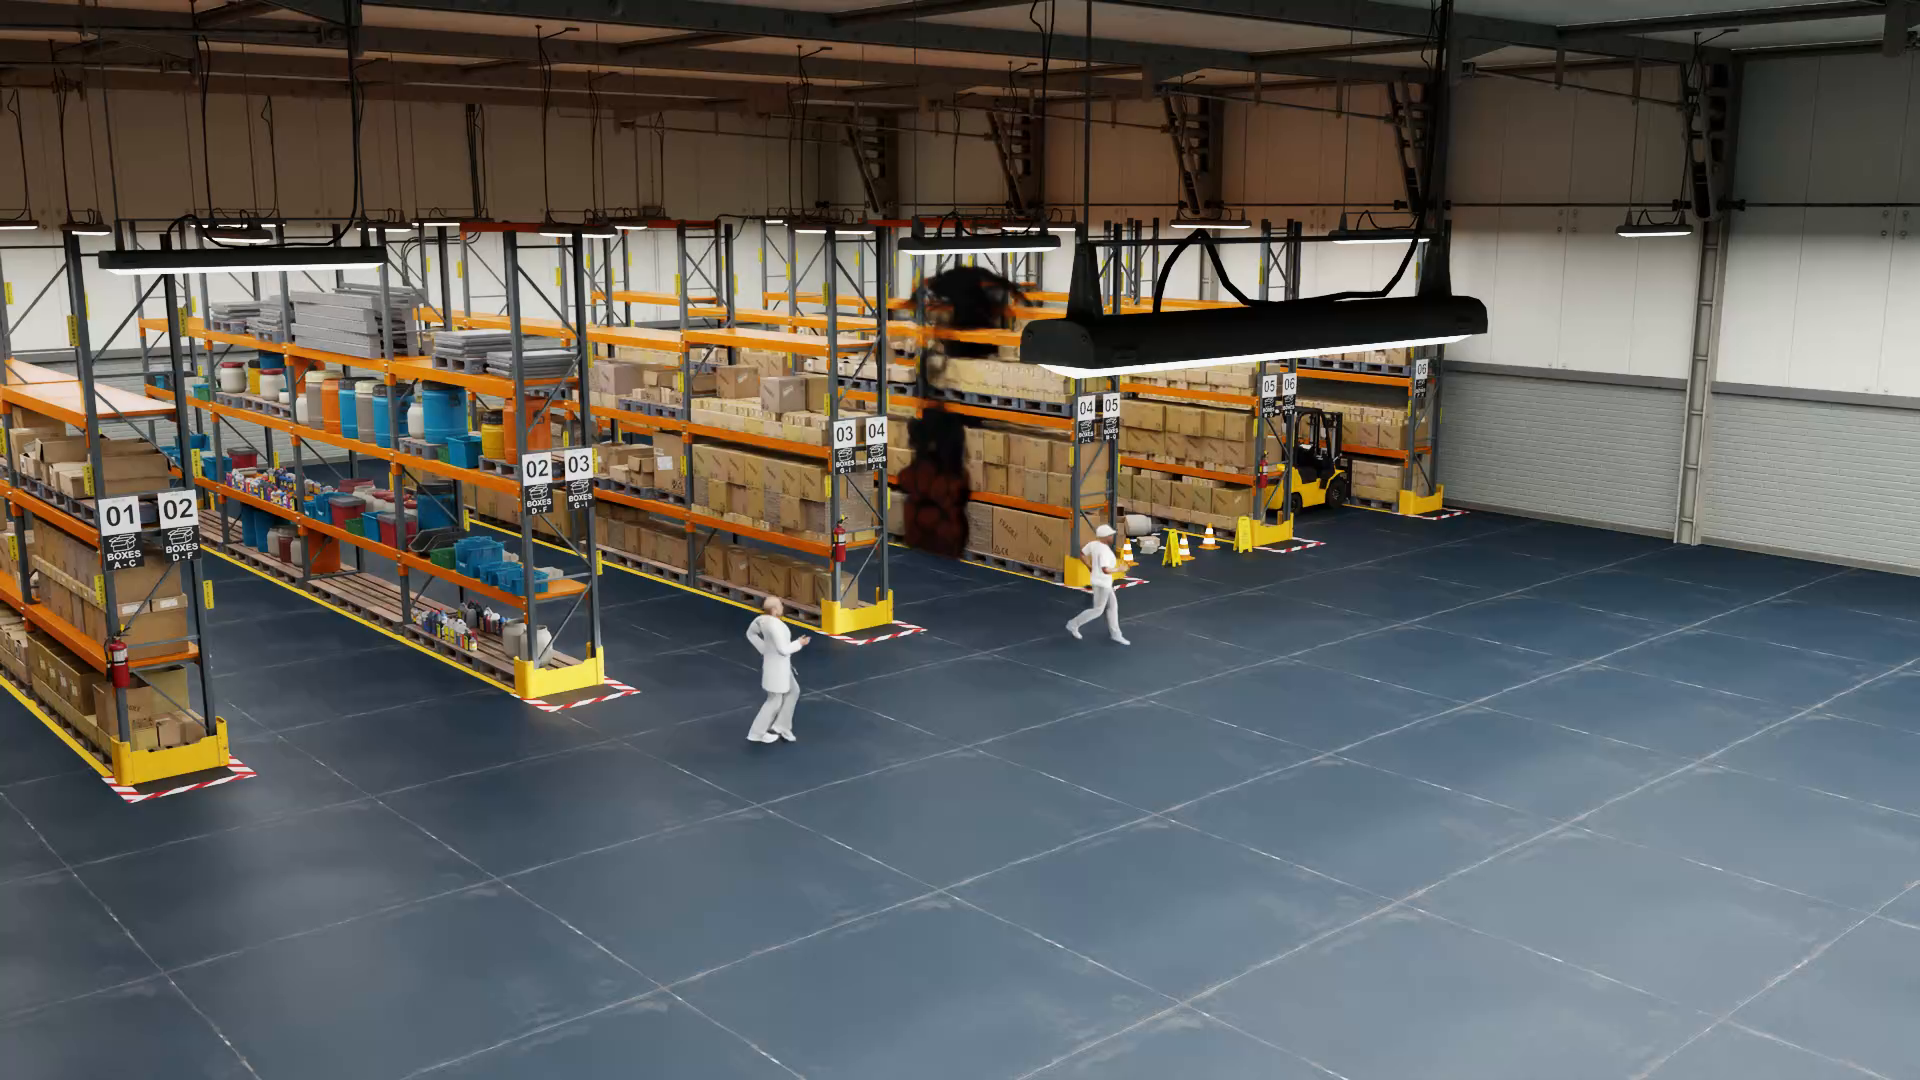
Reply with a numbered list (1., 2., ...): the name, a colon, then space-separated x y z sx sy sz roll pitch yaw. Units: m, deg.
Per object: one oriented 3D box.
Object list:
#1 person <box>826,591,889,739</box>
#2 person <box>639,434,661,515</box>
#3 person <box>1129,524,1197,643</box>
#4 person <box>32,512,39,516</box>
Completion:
1. person: -1.220 1.511 19.936 0.807 1.831 0.670 -5 12 -23
2. person: -6.579 -1.364 34.494 0.851 1.671 0.559 11 16 44
3. person: 2.972 0.632 24.185 0.984 1.744 0.707 -1 11 -3
4. person: -16.515 -0.479 29.975 0.940 1.662 0.582 10 15 41
